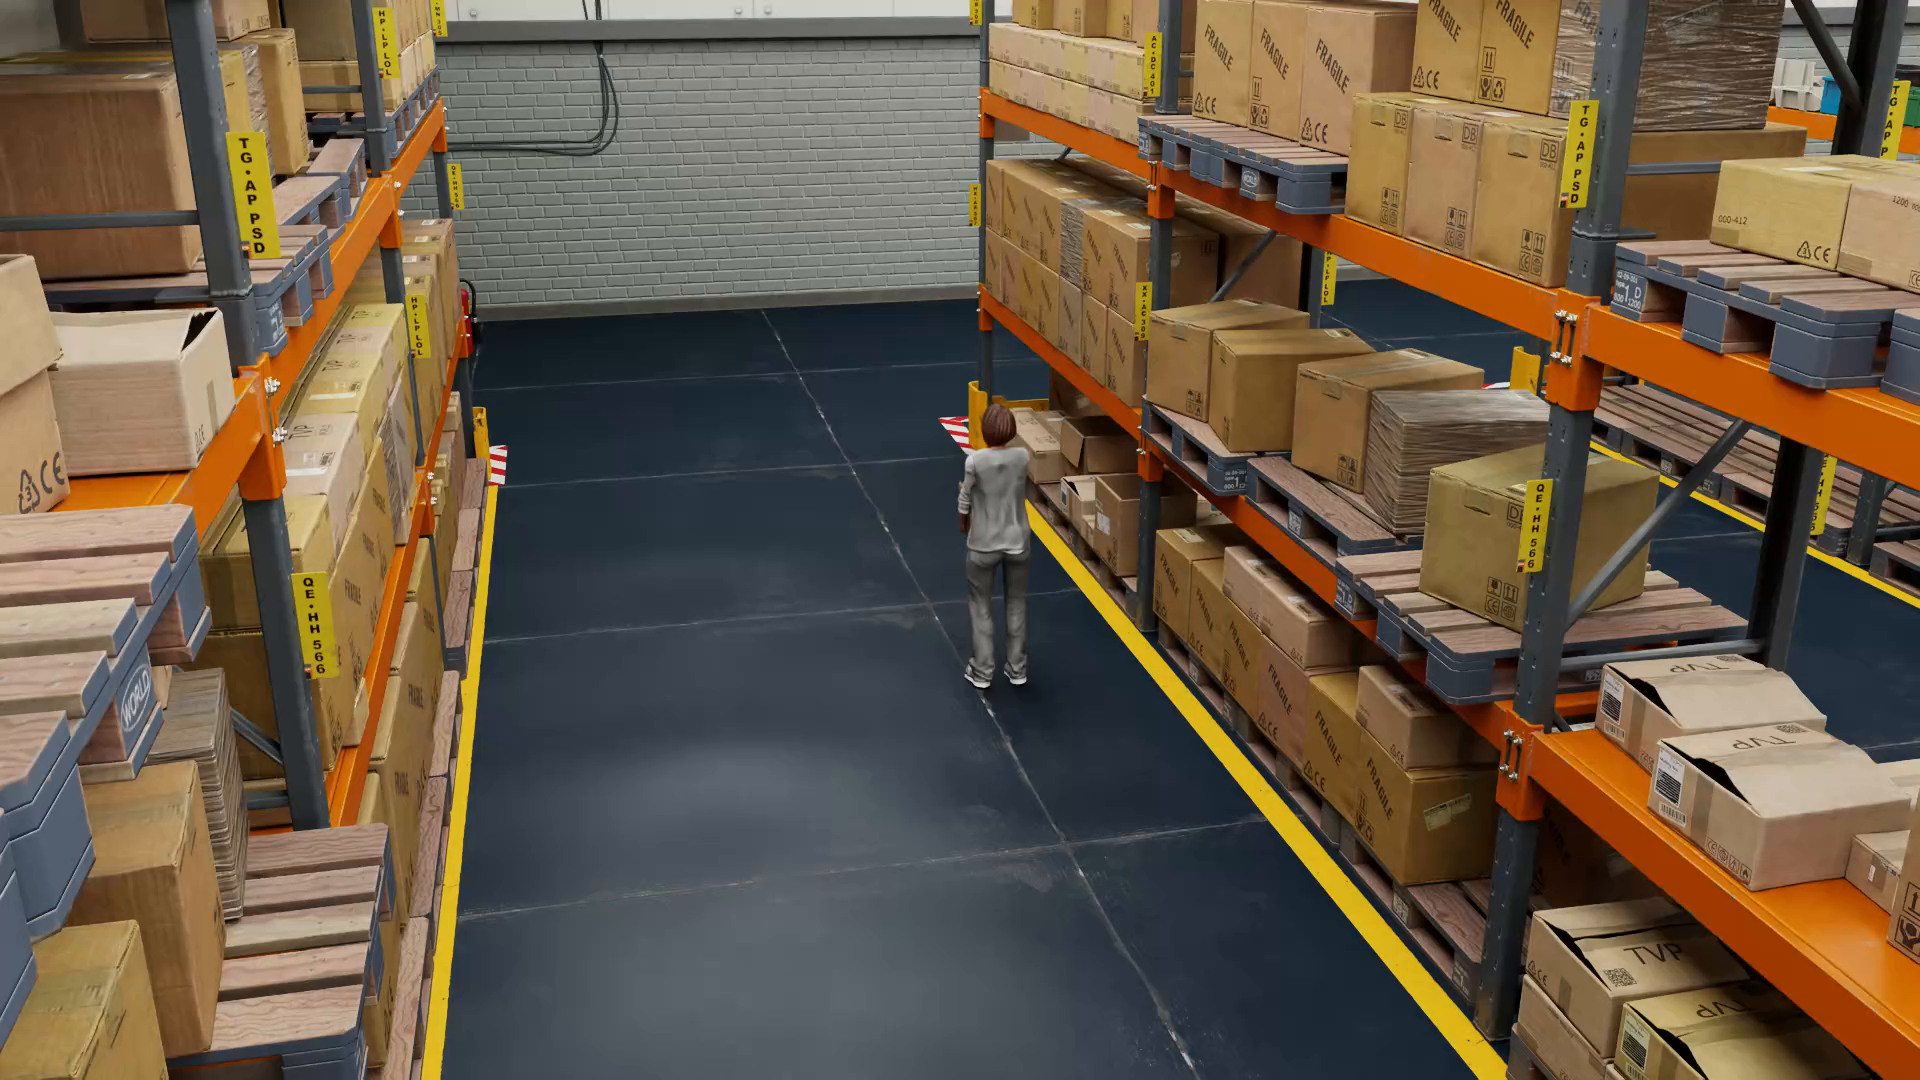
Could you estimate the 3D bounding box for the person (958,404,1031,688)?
[{"bbox_3d":[0.184,0.019,9.064,0.375,1.584,0.499,-5,20,-13],"label":"person"}]
